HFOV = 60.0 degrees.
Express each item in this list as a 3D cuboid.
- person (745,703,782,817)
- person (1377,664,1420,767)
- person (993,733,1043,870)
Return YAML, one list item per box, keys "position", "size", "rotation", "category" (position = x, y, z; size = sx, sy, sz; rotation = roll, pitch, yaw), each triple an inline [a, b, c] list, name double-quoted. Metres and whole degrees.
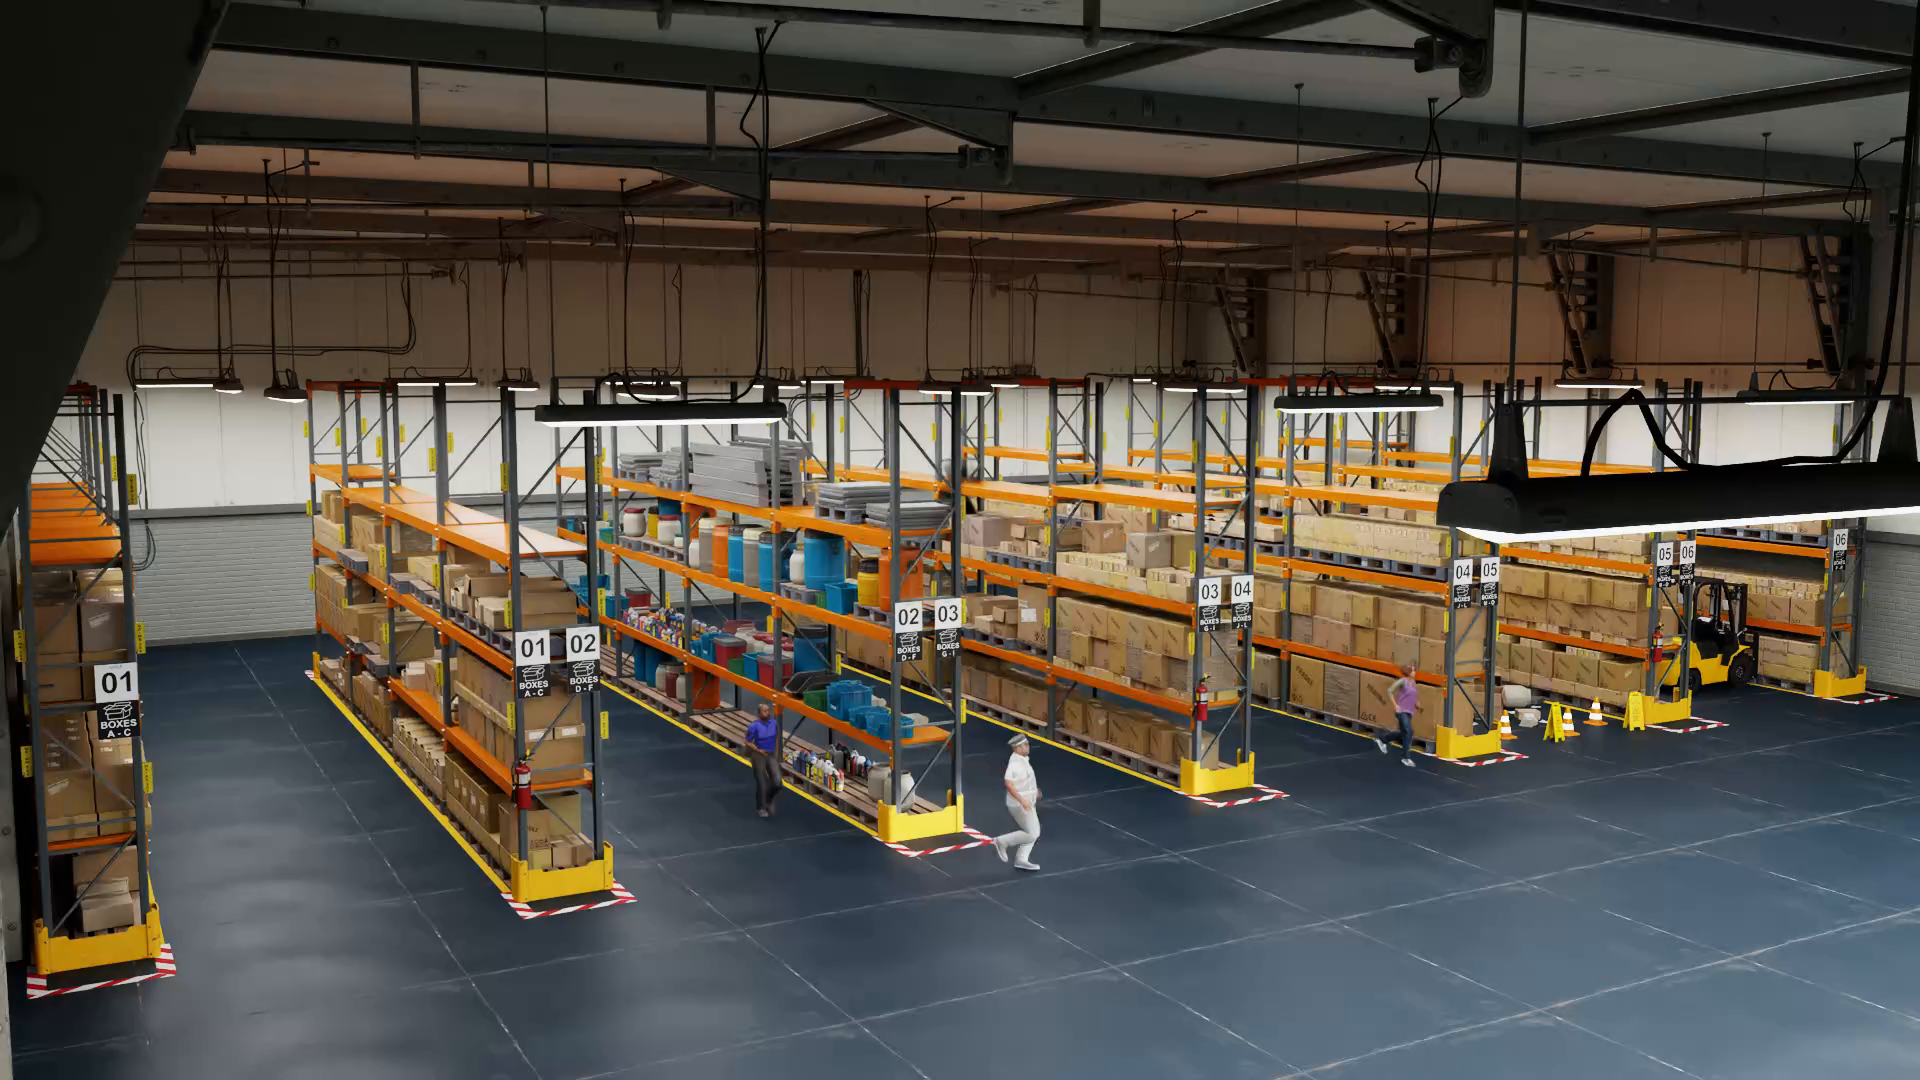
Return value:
- position: [-2.700, 3.064, 23.126]
  size: [0.576, 1.617, 0.573]
  rotation: [-3, 7, -29]
  category: "person"
- position: [7.033, 2.753, 26.491]
  size: [0.576, 1.583, 0.777]
  rotation: [-6, 8, -43]
  category: "person"
- position: [0.727, 3.269, 20.817]
  size: [0.605, 1.744, 0.675]
  rotation: [1, 6, 6]
  category: "person"
